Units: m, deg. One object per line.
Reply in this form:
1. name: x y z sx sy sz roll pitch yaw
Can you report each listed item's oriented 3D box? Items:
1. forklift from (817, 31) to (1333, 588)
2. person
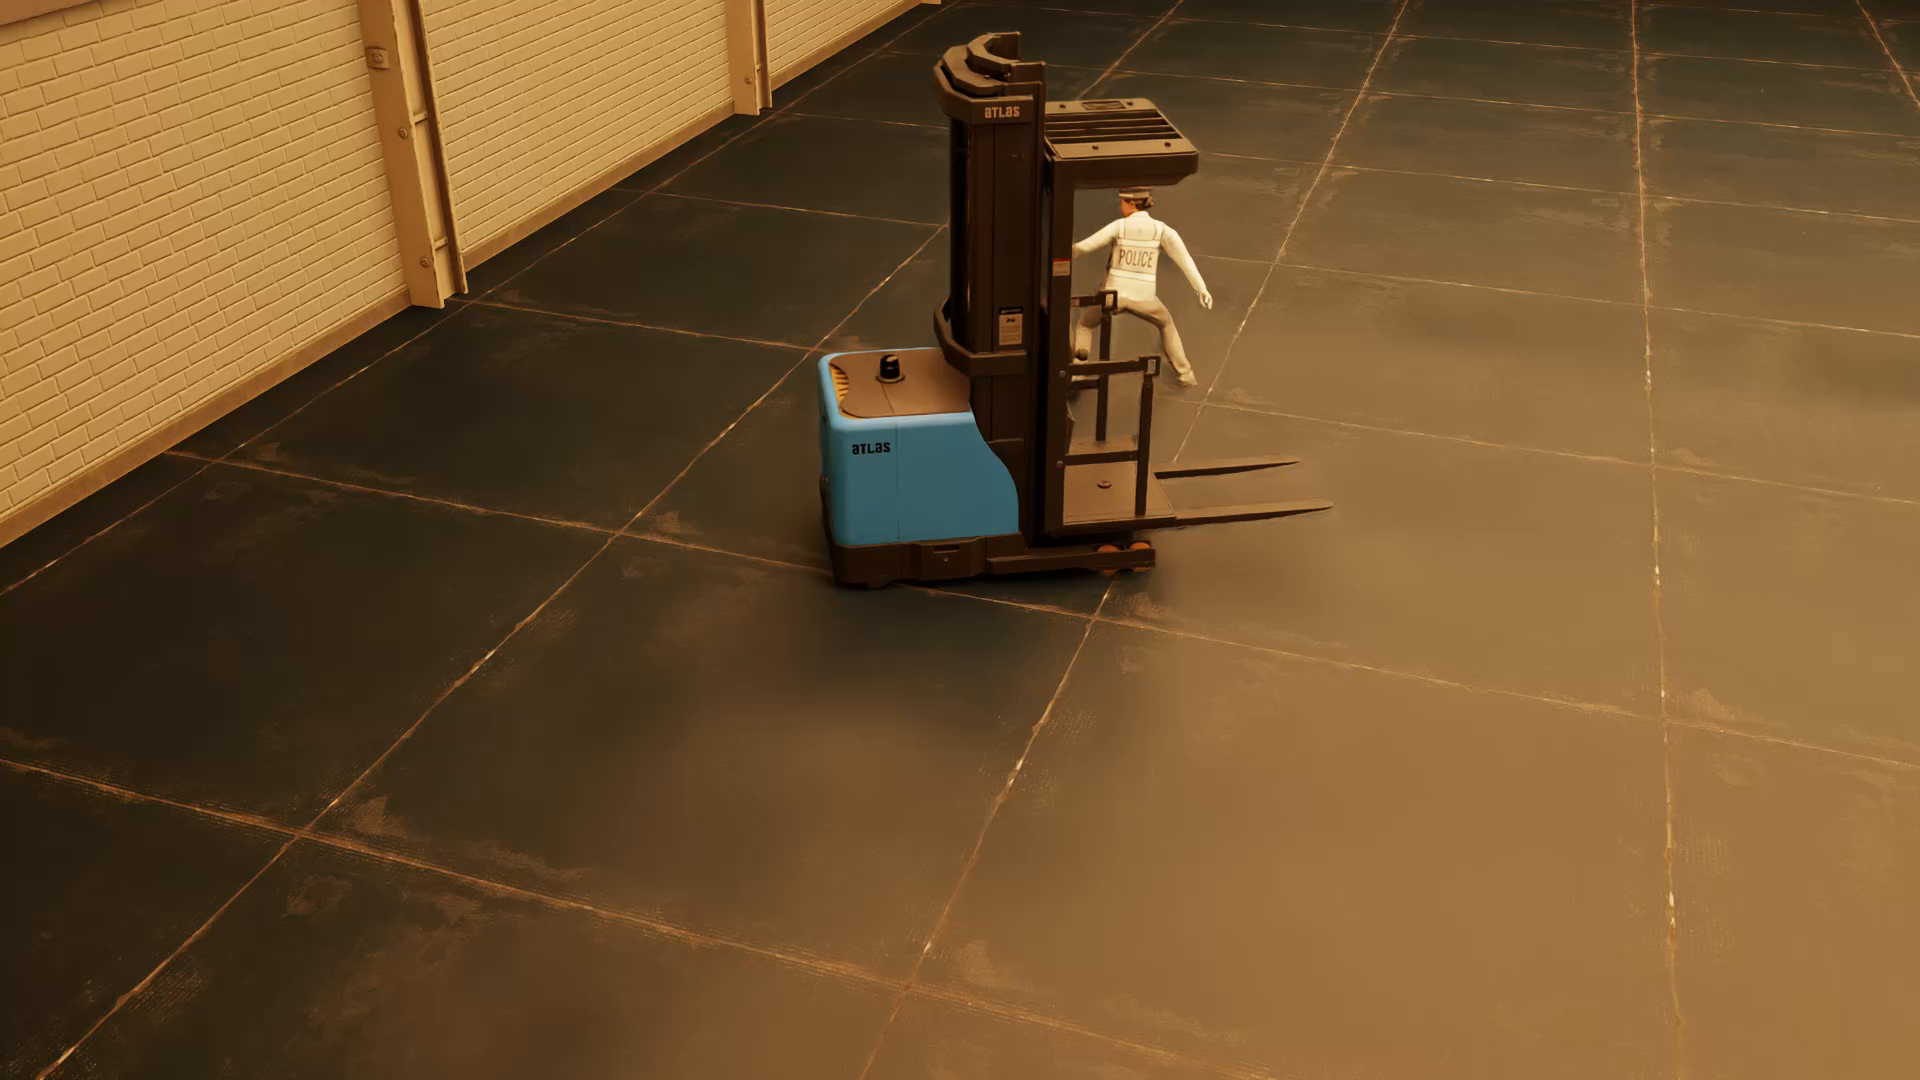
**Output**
1. forklift: 0.702 -1.329 9.467 3.031 2.935 1.130 -5 30 -8
2. person: 1.239 -1.689 11.654 1.014 1.621 0.526 2 30 3
